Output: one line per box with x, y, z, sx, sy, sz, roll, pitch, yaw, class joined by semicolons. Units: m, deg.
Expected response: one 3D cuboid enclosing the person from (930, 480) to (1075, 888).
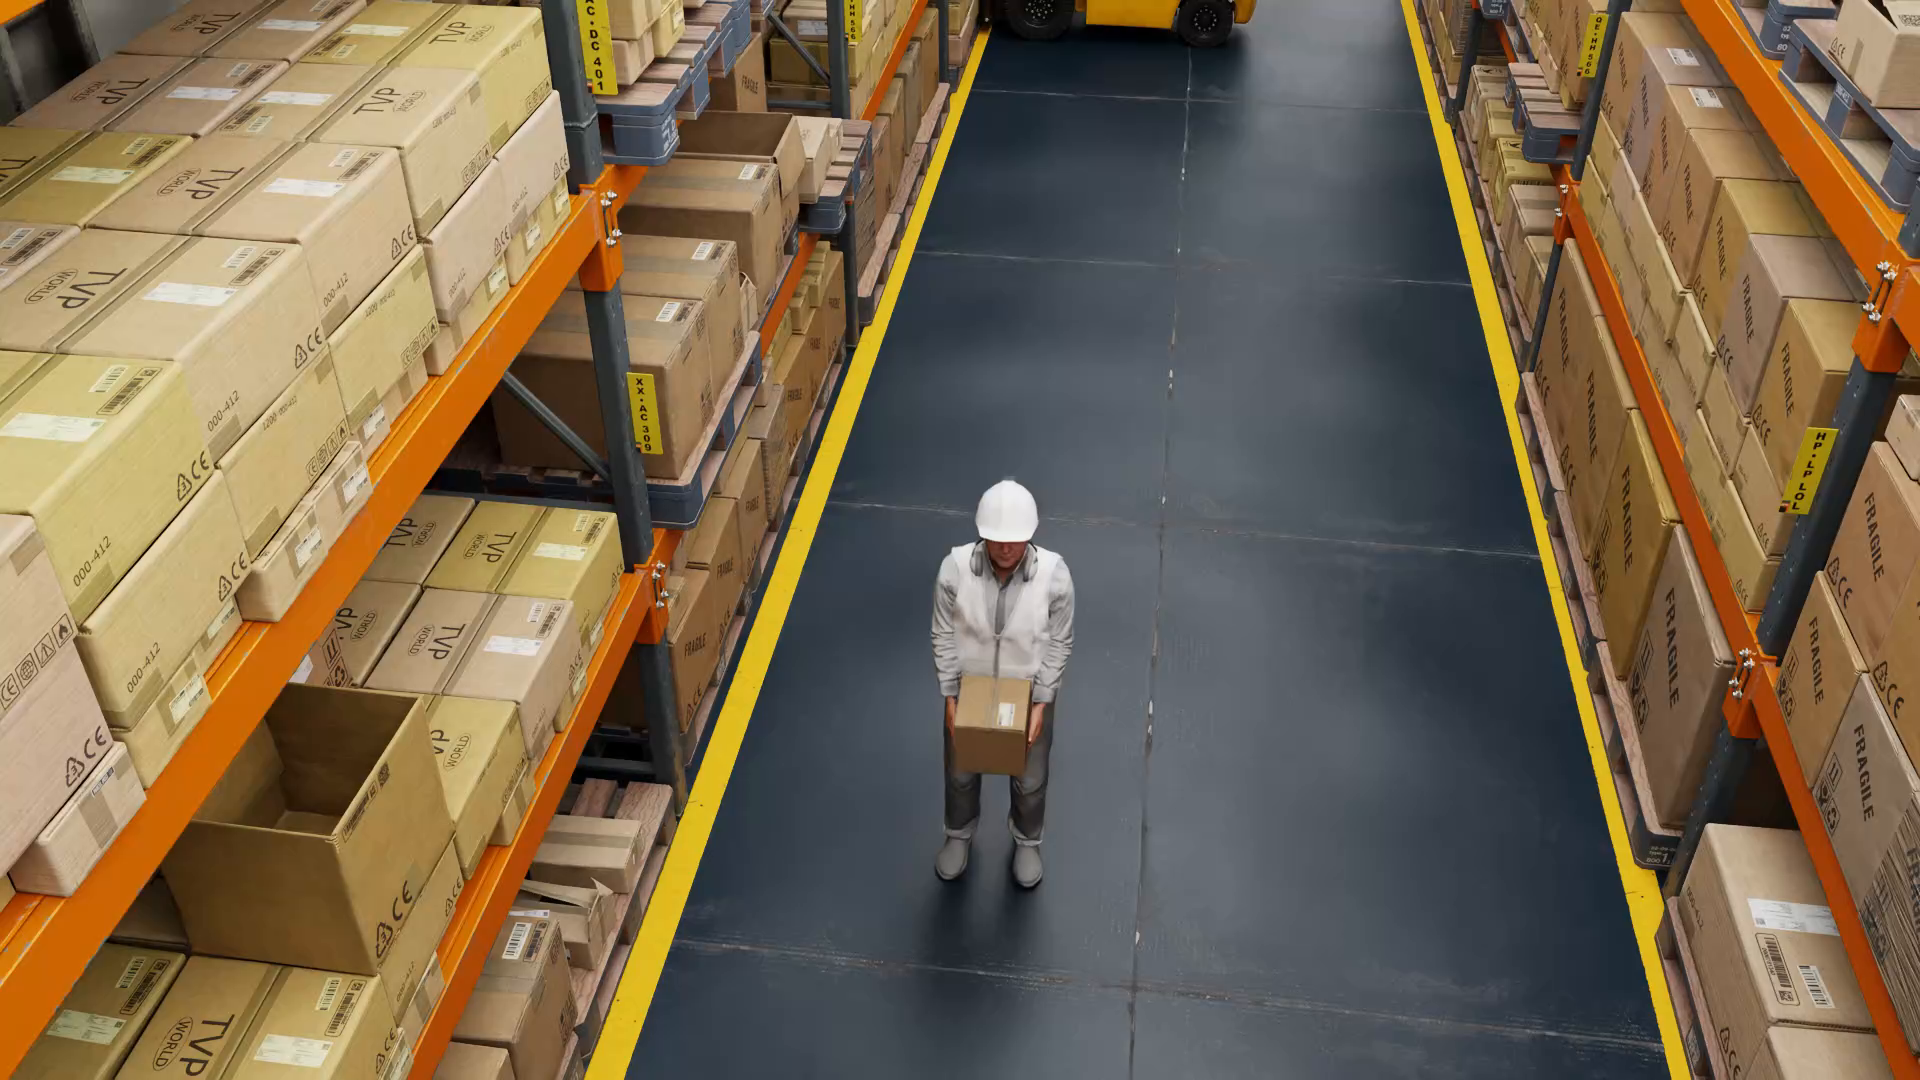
0.150;0.586;6.203;0.532;1.779;0.522;4;36;6;person
